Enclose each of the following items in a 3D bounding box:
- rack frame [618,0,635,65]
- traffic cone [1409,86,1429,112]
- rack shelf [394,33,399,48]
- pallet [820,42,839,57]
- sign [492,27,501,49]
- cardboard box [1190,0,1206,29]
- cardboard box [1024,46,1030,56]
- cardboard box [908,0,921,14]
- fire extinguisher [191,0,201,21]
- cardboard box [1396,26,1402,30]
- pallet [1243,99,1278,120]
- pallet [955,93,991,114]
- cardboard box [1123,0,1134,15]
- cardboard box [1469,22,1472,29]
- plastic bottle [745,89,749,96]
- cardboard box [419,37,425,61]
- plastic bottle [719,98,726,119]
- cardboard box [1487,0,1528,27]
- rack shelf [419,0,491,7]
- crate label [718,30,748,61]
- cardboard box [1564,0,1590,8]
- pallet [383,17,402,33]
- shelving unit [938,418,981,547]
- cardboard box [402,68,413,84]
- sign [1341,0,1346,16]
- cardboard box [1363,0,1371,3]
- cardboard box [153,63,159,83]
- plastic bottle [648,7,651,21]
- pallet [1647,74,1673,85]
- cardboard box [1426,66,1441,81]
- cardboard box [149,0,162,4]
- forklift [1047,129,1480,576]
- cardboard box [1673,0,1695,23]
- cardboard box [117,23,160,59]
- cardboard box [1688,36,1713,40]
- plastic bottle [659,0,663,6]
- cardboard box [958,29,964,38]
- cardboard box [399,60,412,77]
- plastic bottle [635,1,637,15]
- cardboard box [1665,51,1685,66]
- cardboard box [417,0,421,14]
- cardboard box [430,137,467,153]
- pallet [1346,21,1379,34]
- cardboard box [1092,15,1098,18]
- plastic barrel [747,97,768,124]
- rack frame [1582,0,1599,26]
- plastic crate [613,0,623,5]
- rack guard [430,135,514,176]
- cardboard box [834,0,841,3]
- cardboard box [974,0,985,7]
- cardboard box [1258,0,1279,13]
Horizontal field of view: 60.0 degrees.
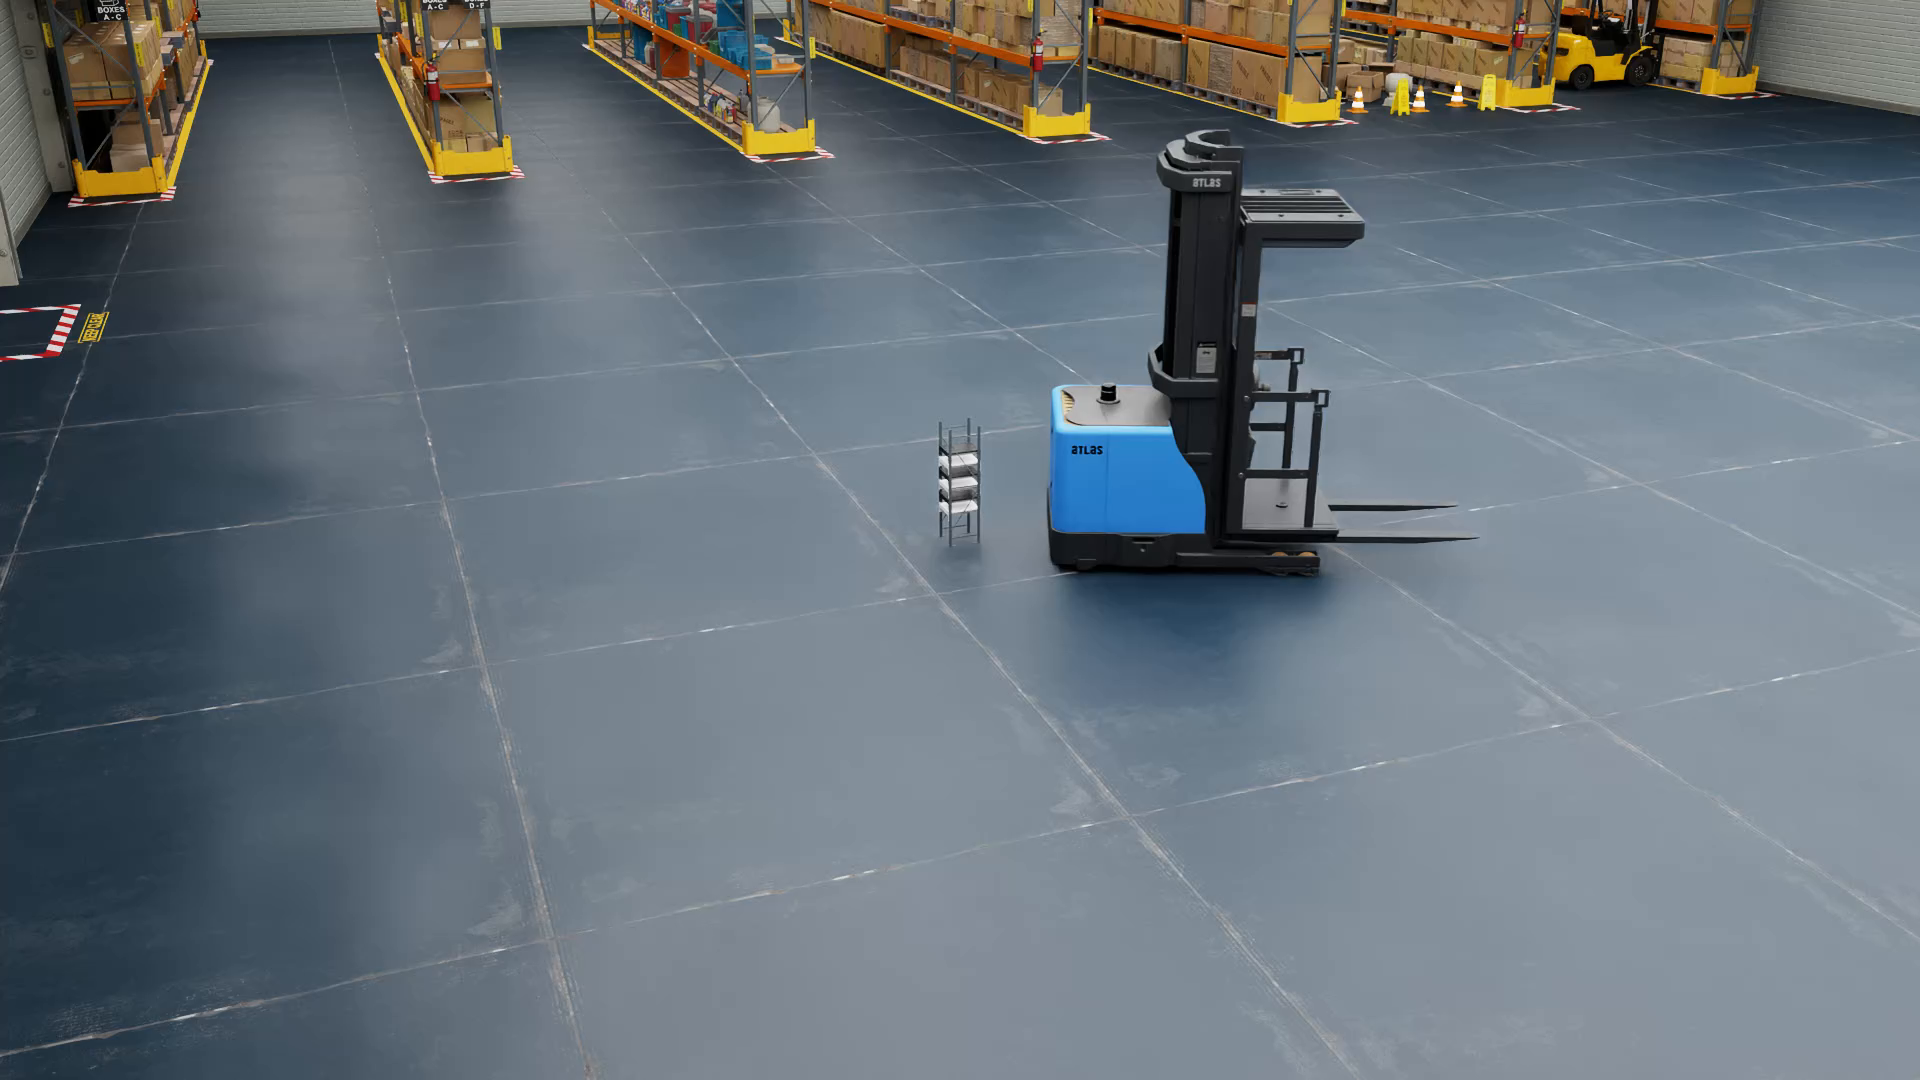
[{"bbox_3d":[-7.157,-12.150,37.215,1.000,3.000,0.127,-8,24,-19],"label":"rack frame"},{"bbox_3d":[8.710,-8.364,31.498,0.336,0.463,0.334,-8,24,-19],"label":"traffic cone"},{"bbox_3d":[-11.086,-10.414,34.022,1.077,0.370,4.000,-8,24,-19],"label":"rack shelf"},{"bbox_3d":[-2.719,-11.832,40.050,1.003,0.211,1.213,-8,24,-19],"label":"pallet"},{"bbox_3d":[-7.032,-7.621,25.253,0.100,0.325,0.005,-8,24,-19],"label":"sign"},{"bbox_3d":[5.120,-10.503,33.115,0.875,0.550,0.550,-8,24,-19],"label":"cardboard box"},{"bbox_3d":[1.334,-8.520,28.926,0.380,0.149,0.250,-8,24,-19],"label":"cardboard box"},{"bbox_3d":[-0.734,-10.860,33.807,0.500,0.250,0.500,-9,24,-20],"label":"cardboard box"},{"bbox_3d":[-17.460,-12.155,37.806,0.296,0.674,0.183,-8,24,-19],"label":"fire extinguisher"},{"bbox_3d":[11.547,-13.515,43.130,0.500,0.500,0.500,-9,24,-20],"label":"cardboard box"},{"bbox_3d":[6.036,-8.108,31.216,1.003,0.211,1.213,-8,24,-19],"label":"pallet"},{"bbox_3d":[0.573,-8.399,31.905,1.003,0.211,1.213,-8,24,-19],"label":"pallet"},{"bbox_3d":[3.831,-11.498,35.540,0.500,0.500,0.500,-8,24,-19],"label":"cardboard box"},{"bbox_3d":[10.312,-10.195,32.899,0.380,0.149,0.250,-8,24,-18],"label":"cardboard box"},{"bbox_3d":[-3.834,-8.031,30.286,0.144,0.351,0.185,-9,24,-20],"label":"plastic bottle"},{"bbox_3d":[-8.804,-8.451,28.309,0.700,0.500,0.500,-9,24,-20],"label":"cardboard box"},{"bbox_3d":[-4.152,-7.585,29.227,0.144,0.351,0.185,-7,24,-17],"label":"plastic bottle"},{"bbox_3d":[10.537,-10.172,32.010,0.500,0.500,0.500,-9,24,-20],"label":"cardboard box"},{"bbox_3d":[-8.260,-8.889,26.542,1.077,0.370,4.000,-8,24,-19],"label":"rack shelf"},{"bbox_3d":[-3.821,-8.438,28.362,0.502,0.435,0.616,-8,24,-19],"label":"crate label"},{"bbox_3d":[13.793,-12.043,37.154,0.500,0.250,0.500,-8,24,-18],"label":"cardboard box"},{"bbox_3d":[-10.685,-10.167,32.756,1.213,0.211,1.003,-8,24,-19],"label":"pallet"},{"bbox_3d":[-0.003,-0.418,12.082,0.258,0.900,0.210,-8,24,-19],"label":"shelving unit"},{"bbox_3d":[-10.276,-8.783,31.504,0.500,0.311,0.500,-9,24,-20],"label":"cardboard box"},{"bbox_3d":[6.913,-9.623,30.002,0.100,0.325,0.005,-8,24,-19],"label":"sign"},{"bbox_3d":[8.932,-11.696,35.922,0.380,0.149,0.250,-9,24,-20],"label":"cardboard box"},{"bbox_3d":[-12.609,-7.148,25.515,0.500,0.250,0.500,-8,24,-19],"label":"cardboard box"},{"bbox_3d":[-6.368,-10.815,34.198,0.061,0.283,0.133,-8,24,-19],"label":"plastic bottle"},{"bbox_3d":[14.892,-9.941,35.565,1.003,0.211,1.213,-8,24,-19],"label":"pallet"},{"bbox_3d":[9.918,-9.573,34.100,0.500,0.250,0.500,-9,24,-20],"label":"cardboard box"},{"bbox_3d":[-14.942,-10.086,30.815,0.500,0.250,0.500,-8,24,-18],"label":"cardboard box"},{"bbox_3d":[2.161,-1.306,11.574,3.031,2.935,1.130,0,23,1],"label":"forklift"},{"bbox_3d":[15.035,-10.890,34.097,0.500,0.500,0.500,-8,24,-17],"label":"cardboard box"},{"bbox_3d":[-12.961,-7.860,26.238,0.500,0.500,0.500,-8,24,-19],"label":"cardboard box"},{"bbox_3d":[15.456,-10.280,34.491,0.500,0.250,0.500,-8,24,-19],"label":"cardboard box"},{"bbox_3d":[-6.471,-11.603,36.083,0.097,0.271,0.097,0,23,0],"label":"plastic bottle"},{"bbox_3d":[0.173,-9.595,31.477,0.380,0.149,0.250,-8,24,-19],"label":"cardboard box"},{"bbox_3d":[-10.929,-9.377,33.288,0.500,0.500,0.500,-7,24,-17],"label":"cardboard box"},{"bbox_3d":[-6.891,-11.368,35.526,0.097,0.271,0.097,0,23,0],"label":"plastic bottle"},{"bbox_3d":[14.997,-9.986,34.437,0.500,0.250,0.500,-9,24,-20],"label":"cardboard box"},{"bbox_3d":[-8.624,-8.865,27.622,0.700,0.500,0.500,-8,24,-19],"label":"cardboard box"},{"bbox_3d":[-8.019,-6.192,26.080,0.500,0.250,0.500,-8,24,-19],"label":"cardboard box"},{"bbox_3d":[11.148,-13.836,44.807,1.003,0.211,1.213,-8,24,-19],"label":"pallet"},{"bbox_3d":[3.206,-12.057,38.706,0.500,0.250,0.500,-8,24,-19],"label":"cardboard box"},{"bbox_3d":[-3.399,-7.248,28.247,0.421,0.512,0.421,0,23,0],"label":"plastic barrel"},{"bbox_3d":[14.216,-11.965,36.776,1.000,3.000,0.127,-8,24,-19],"label":"rack frame"},{"bbox_3d":[-7.641,-12.293,37.498,0.392,0.384,0.575,-8,24,-19],"label":"plastic crate"},{"bbox_3d":[-7.545,-5.951,25.726,1.175,0.500,0.348,-8,24,-19],"label":"rack guard"},{"bbox_3d":[-2.595,-12.674,38.330,0.500,0.500,0.500,-8,24,-19],"label":"cardboard box"},{"bbox_3d":[0.578,-10.005,30.327,0.500,0.500,0.500,-8,24,-19],"label":"cardboard box"},{"bbox_3d":[6.016,-10.007,30.548,0.875,0.550,0.550,-8,24,-19],"label":"cardboard box"}]
